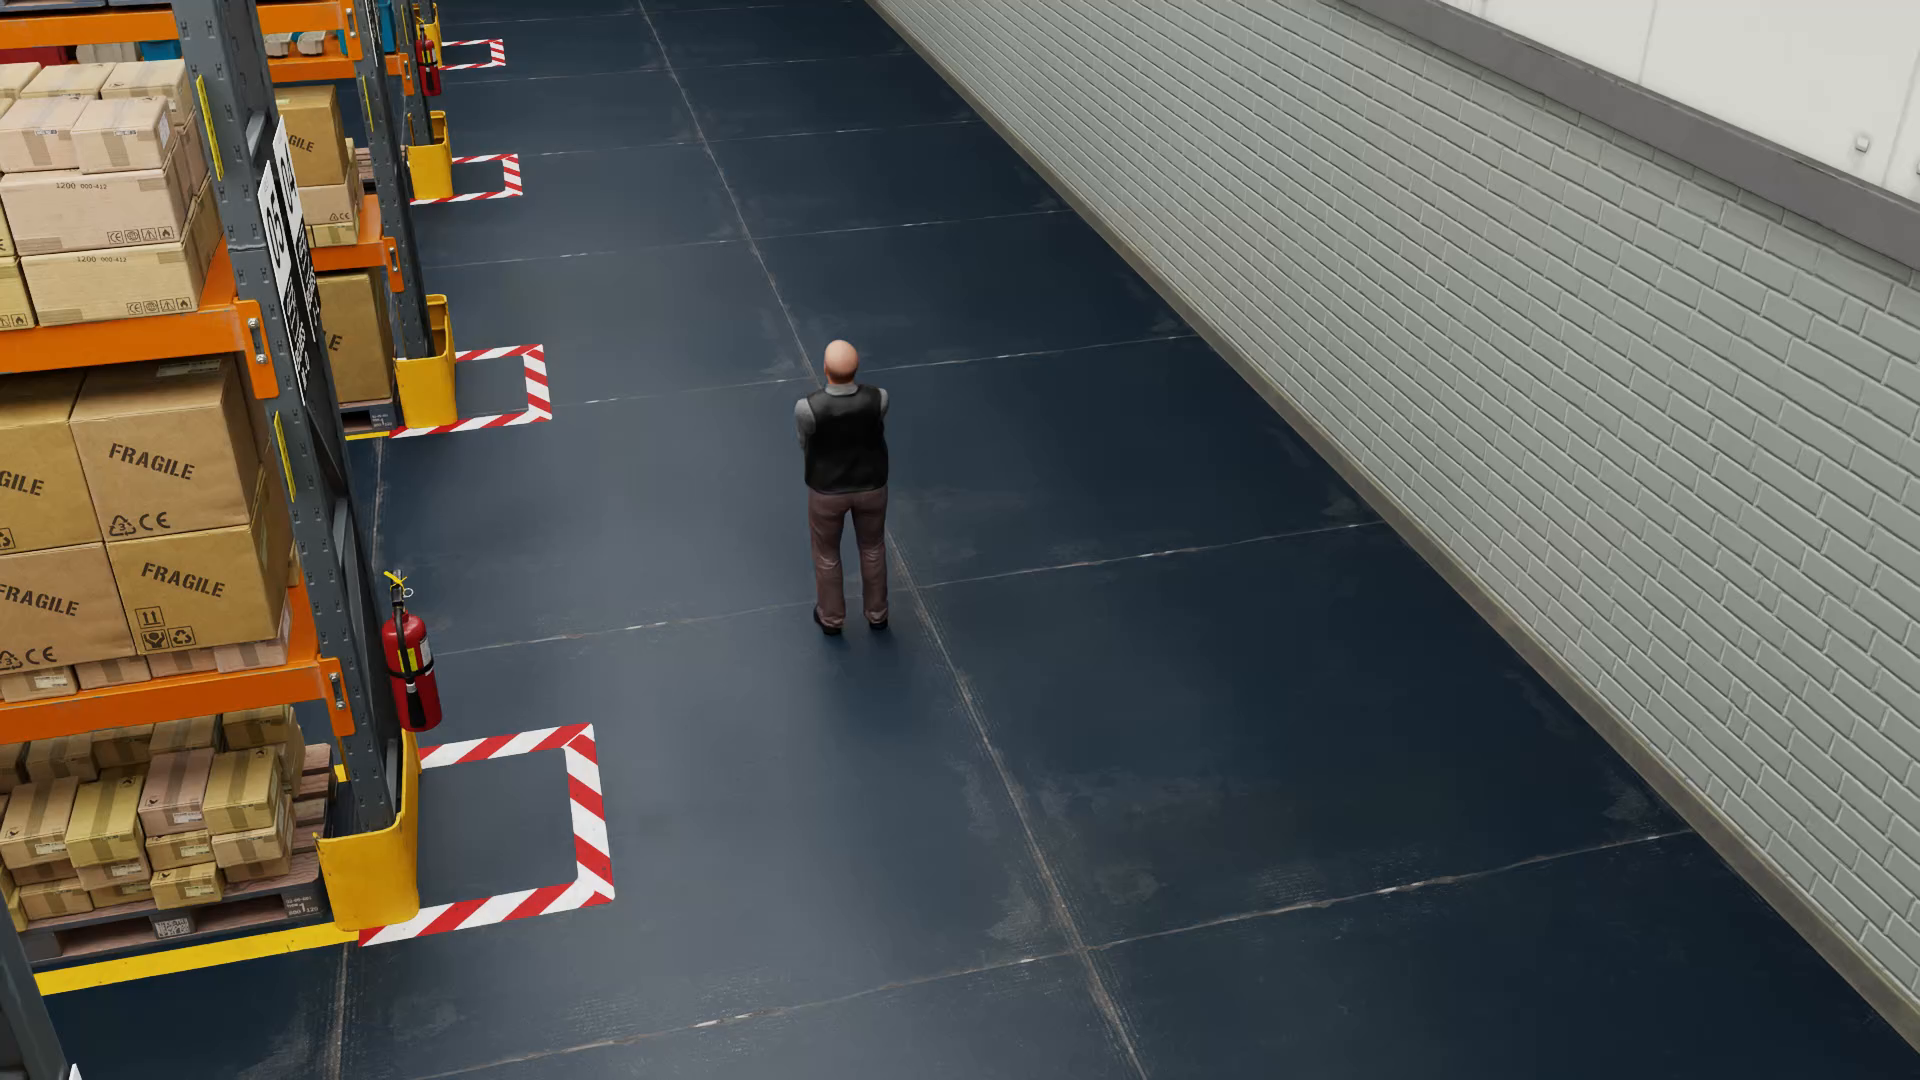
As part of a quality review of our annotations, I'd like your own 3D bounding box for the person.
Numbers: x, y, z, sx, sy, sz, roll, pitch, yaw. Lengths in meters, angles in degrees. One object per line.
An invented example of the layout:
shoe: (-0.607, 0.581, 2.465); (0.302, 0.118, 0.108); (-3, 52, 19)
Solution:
person: (-0.630, -0.318, 8.823); (0.494, 1.712, 0.551); (-8, 31, -13)
